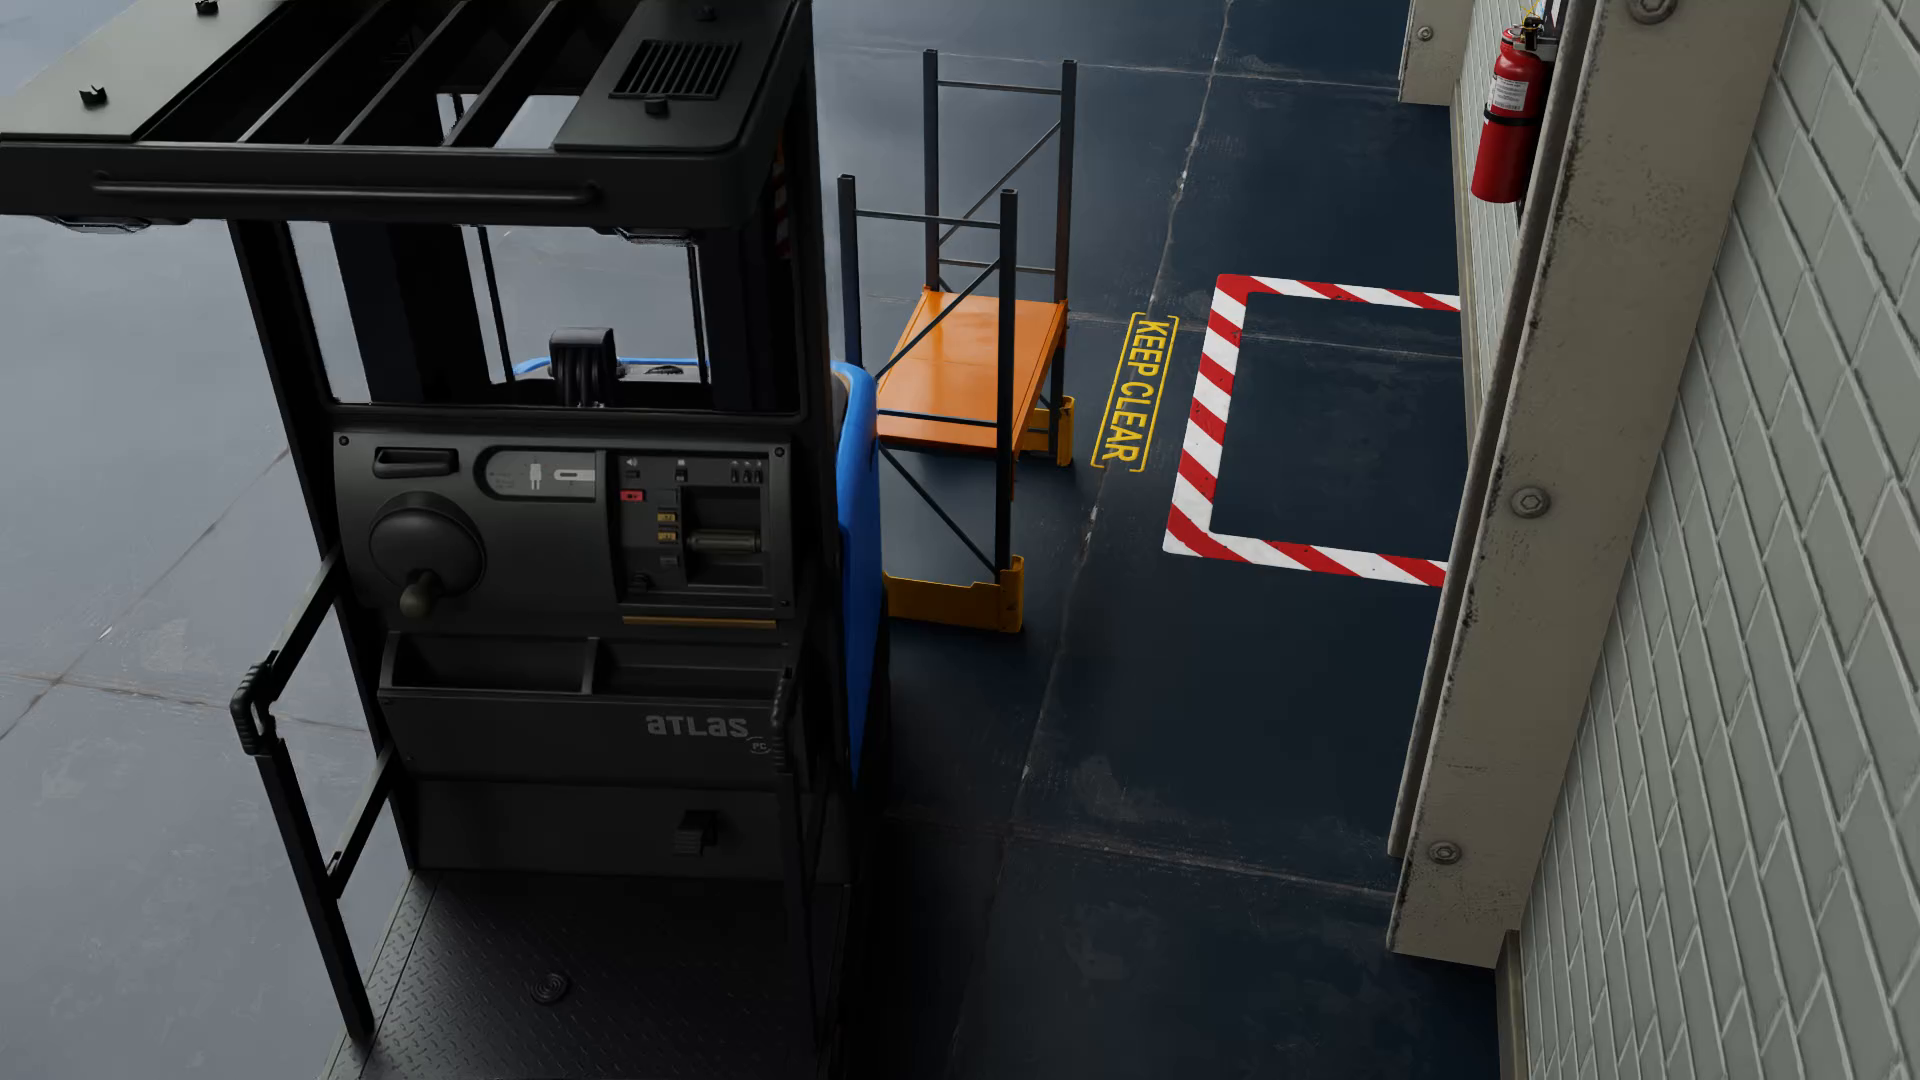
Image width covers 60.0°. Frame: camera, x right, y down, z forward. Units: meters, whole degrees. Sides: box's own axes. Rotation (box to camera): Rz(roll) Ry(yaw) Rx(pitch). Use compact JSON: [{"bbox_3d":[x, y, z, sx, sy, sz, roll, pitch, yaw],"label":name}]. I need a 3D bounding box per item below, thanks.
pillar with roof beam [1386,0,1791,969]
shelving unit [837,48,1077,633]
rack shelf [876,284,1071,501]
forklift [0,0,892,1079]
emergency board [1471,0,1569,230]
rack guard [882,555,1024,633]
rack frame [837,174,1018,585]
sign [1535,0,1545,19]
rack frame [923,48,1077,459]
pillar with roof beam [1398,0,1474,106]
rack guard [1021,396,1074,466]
[{"bbox_3d":[-2.912,-3.219,2.523,9.100,9.000,0.400,7,37,10],"label":"pillar with roof beam"},{"bbox_3d":[0.016,-0.651,5.370,0.587,1.500,1.083,7,37,10],"label":"shelving unit"},{"bbox_3d":[0.018,-0.511,5.483,0.538,0.185,1.000,7,37,10],"label":"rack shelf"},{"bbox_3d":[-0.809,0.037,3.202,1.130,2.935,3.031,2,36,2],"label":"forklift"},{"bbox_3d":[1.859,-1.662,5.487,0.194,1.169,0.643,7,37,10],"label":"emergency board"},{"bbox_3d":[-0.090,0.141,5.343,0.587,0.250,0.087,7,37,10],"label":"rack guard"},{"bbox_3d":[-0.090,-0.365,4.975,0.500,1.500,0.032,7,37,10],"label":"rack frame"},{"bbox_3d":[2.078,-1.980,5.896,0.001,0.329,0.234,7,37,10],"label":"sign"},{"bbox_3d":[0.127,-0.948,5.779,0.500,1.500,0.032,7,37,10],"label":"rack frame"},{"bbox_3d":[-1.630,-6.658,7.269,9.100,9.000,0.400,7,37,10],"label":"pillar with roof beam"},{"bbox_3d":[0.123,-0.430,6.131,0.587,0.250,0.087,7,37,10],"label":"rack guard"}]
